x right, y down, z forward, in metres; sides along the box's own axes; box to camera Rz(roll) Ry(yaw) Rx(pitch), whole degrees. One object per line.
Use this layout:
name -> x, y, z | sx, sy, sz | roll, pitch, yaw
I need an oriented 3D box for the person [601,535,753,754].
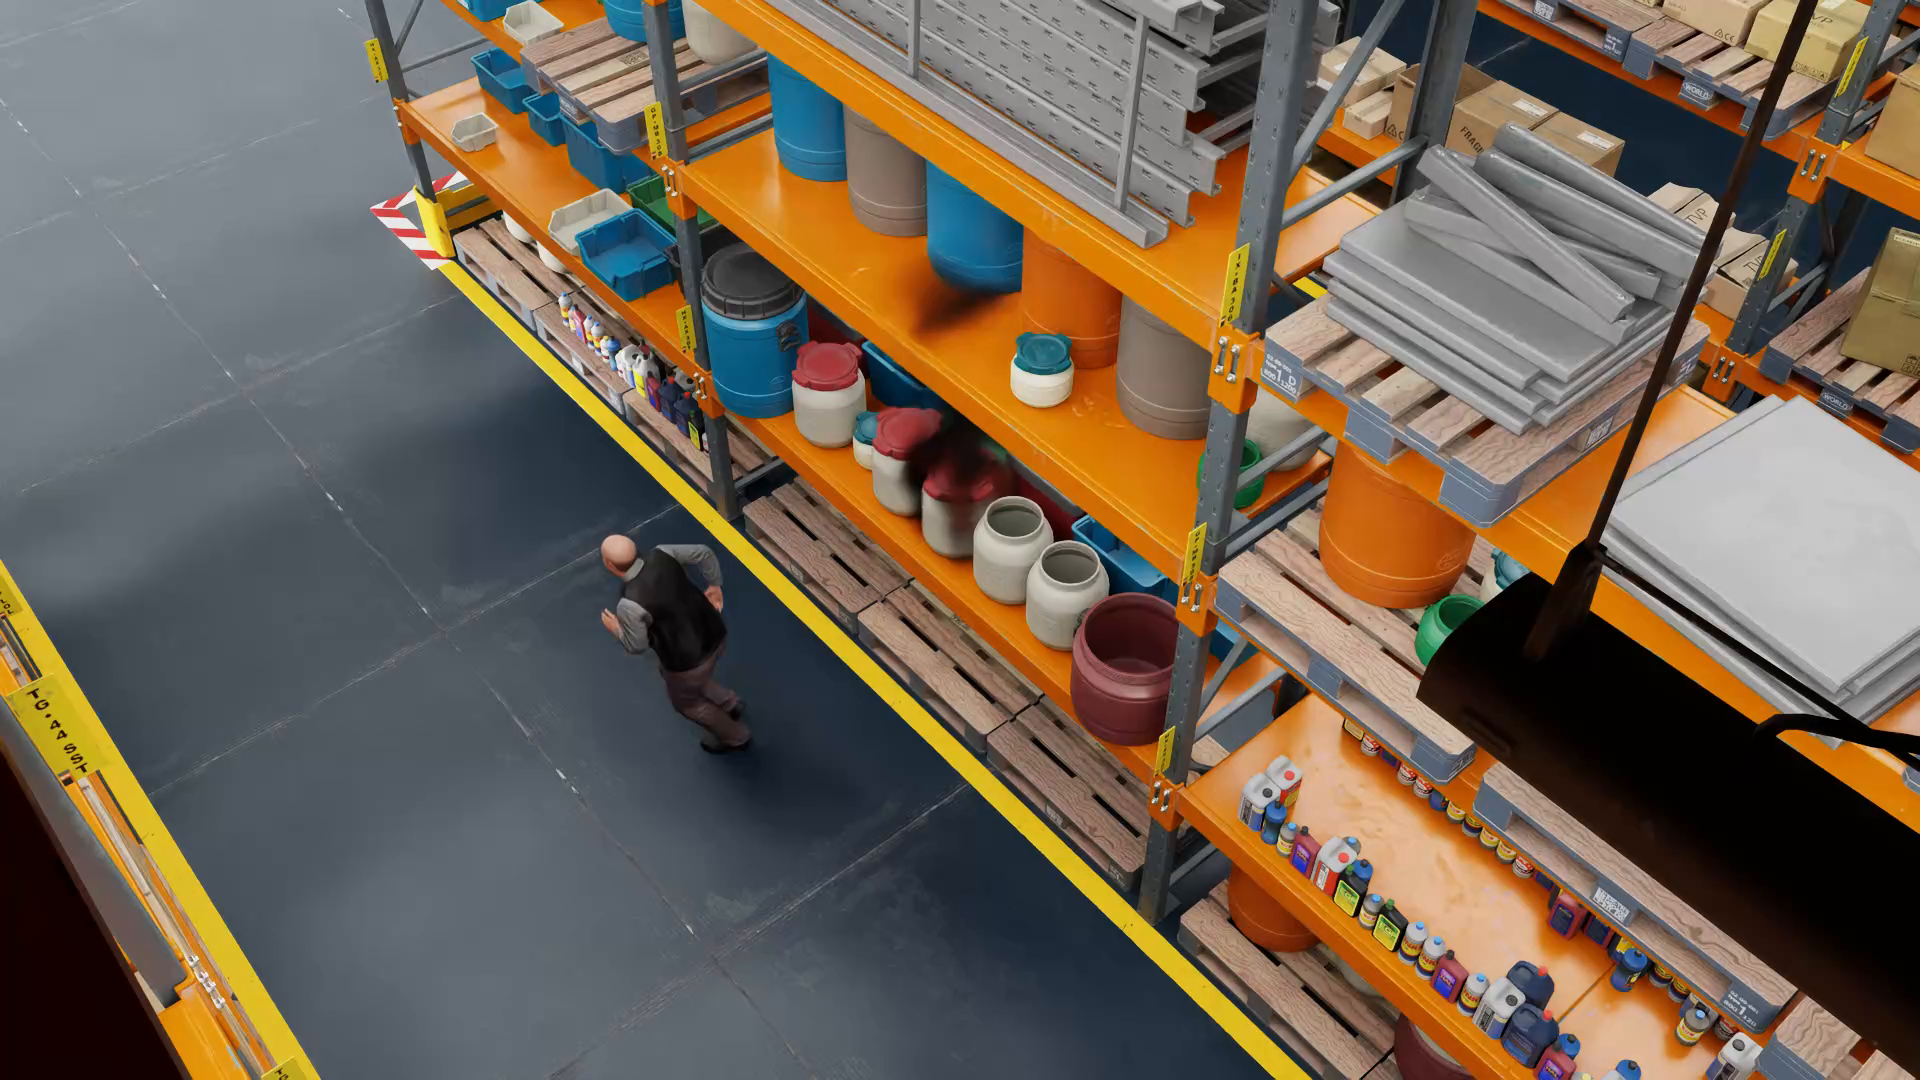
person -> -1.594, 0.563, 9.389 | 0.821, 1.541, 0.683 | 16, 48, 14
